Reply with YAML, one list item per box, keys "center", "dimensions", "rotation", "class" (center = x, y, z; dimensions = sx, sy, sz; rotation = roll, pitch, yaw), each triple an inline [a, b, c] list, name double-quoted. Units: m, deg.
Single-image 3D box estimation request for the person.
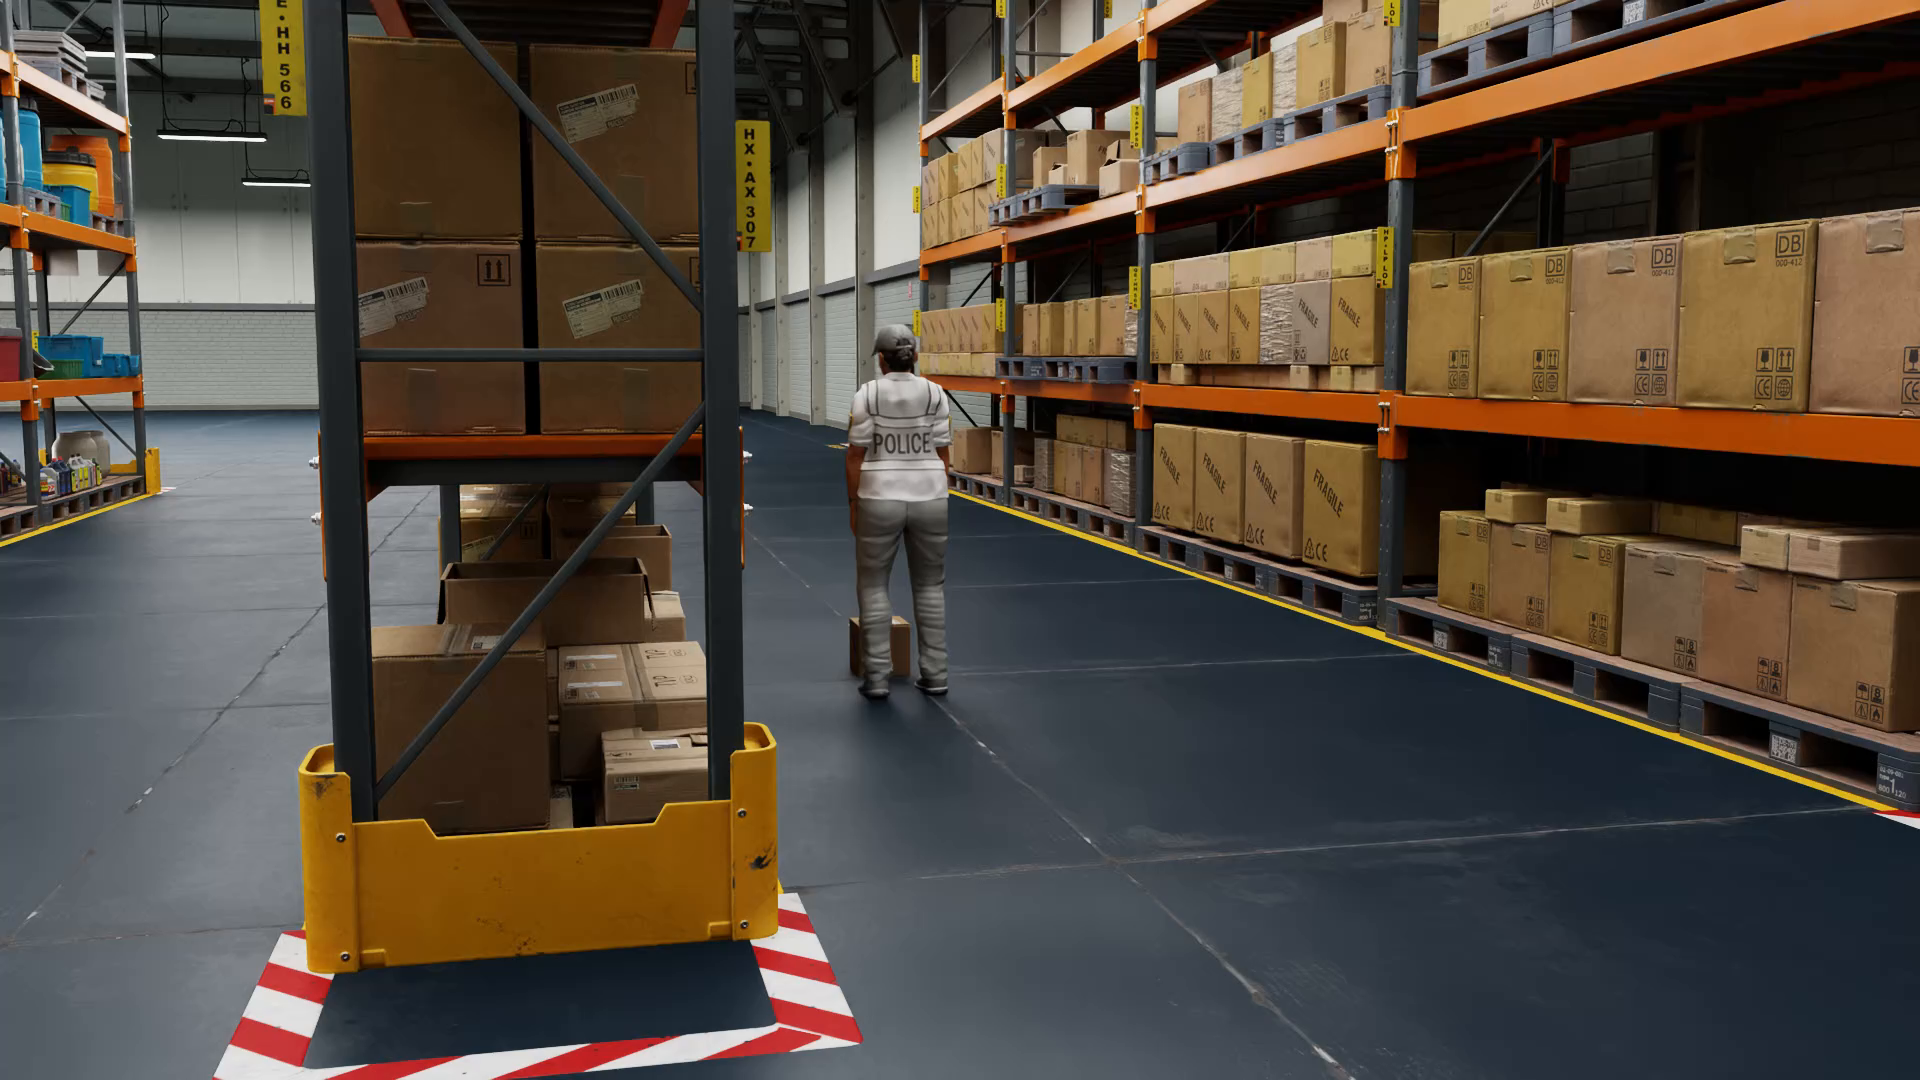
- center: [-0.282, -0.127, 7.447]
  dimensions: [0.469, 1.674, 0.390]
  rotation: [-1, 6, -13]
  class: "person"
